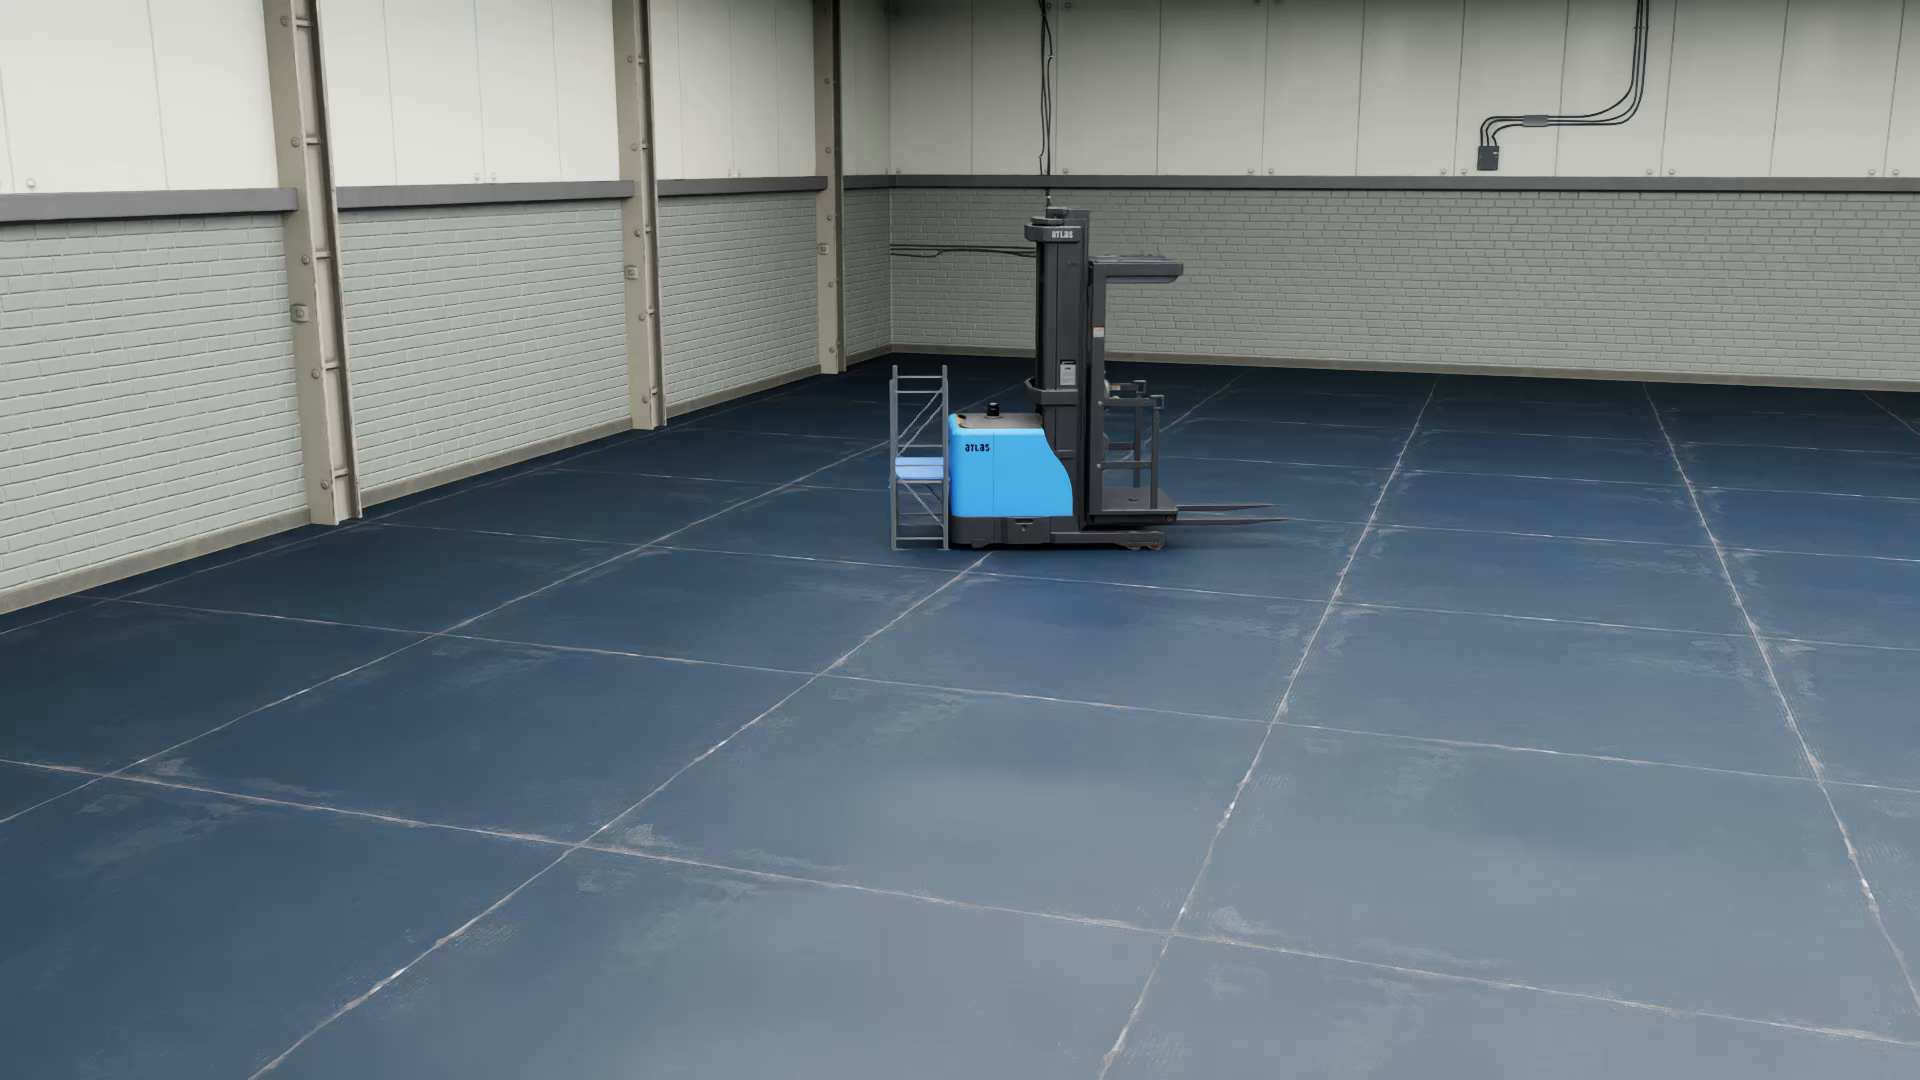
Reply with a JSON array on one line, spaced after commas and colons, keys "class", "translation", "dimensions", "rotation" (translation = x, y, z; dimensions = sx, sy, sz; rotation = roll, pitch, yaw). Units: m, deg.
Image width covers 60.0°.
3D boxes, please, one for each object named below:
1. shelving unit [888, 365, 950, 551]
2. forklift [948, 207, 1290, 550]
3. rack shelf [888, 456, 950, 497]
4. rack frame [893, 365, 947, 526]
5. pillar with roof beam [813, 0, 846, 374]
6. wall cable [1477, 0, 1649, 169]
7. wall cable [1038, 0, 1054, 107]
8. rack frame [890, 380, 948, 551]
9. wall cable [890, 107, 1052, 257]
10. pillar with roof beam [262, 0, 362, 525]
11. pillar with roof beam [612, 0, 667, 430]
[{"class": "shelving unit", "translation": [-0.361, -0.756, 14.930], "dimensions": [0.538, 1.500, 1.048], "rotation": [0, 13, -1]}, {"class": "forklift", "translation": [1.409, -1.457, 14.783], "dimensions": [3.031, 2.935, 1.130], "rotation": [-1, 13, -3]}, {"class": "rack shelf", "translation": [-0.361, -0.581, 14.970], "dimensions": [0.538, 0.185, 1.000], "rotation": [0, 13, -1]}, {"class": "rack frame", "translation": [-0.368, -0.869, 15.425], "dimensions": [0.500, 1.500, 0.032], "rotation": [0, 13, -1]}, {"class": "pillar with roof beam", "translation": [2.016, -6.795, 24.534], "dimensions": [9.100, 9.000, 0.400], "rotation": [4, 14, 18]}, {"class": "wall cable", "translation": [9.125, -8.601, 24.805], "dimensions": [2.305, 6.003, 0.169], "rotation": [4, 14, 18]}, {"class": "wall cable", "translation": [2.707, -8.383, 27.123], "dimensions": [3.097, 2.526, 0.112], "rotation": [4, 14, 18]}, {"class": "rack frame", "translation": [-0.354, -0.643, 14.434], "dimensions": [0.500, 1.500, 0.032], "rotation": [0, 13, -1]}, {"class": "wall cable", "translation": [0.147, -6.116, 28.538], "dimensions": [3.097, 2.526, 0.112], "rotation": [4, 14, 18]}, {"class": "pillar with roof beam", "translation": [-1.866, -4.268, 13.464], "dimensions": [9.100, 9.000, 0.400], "rotation": [4, 14, 18]}, {"class": "pillar with roof beam", "translation": [0.075, -5.531, 18.999], "dimensions": [9.100, 9.000, 0.400], "rotation": [4, 14, 18]}]
